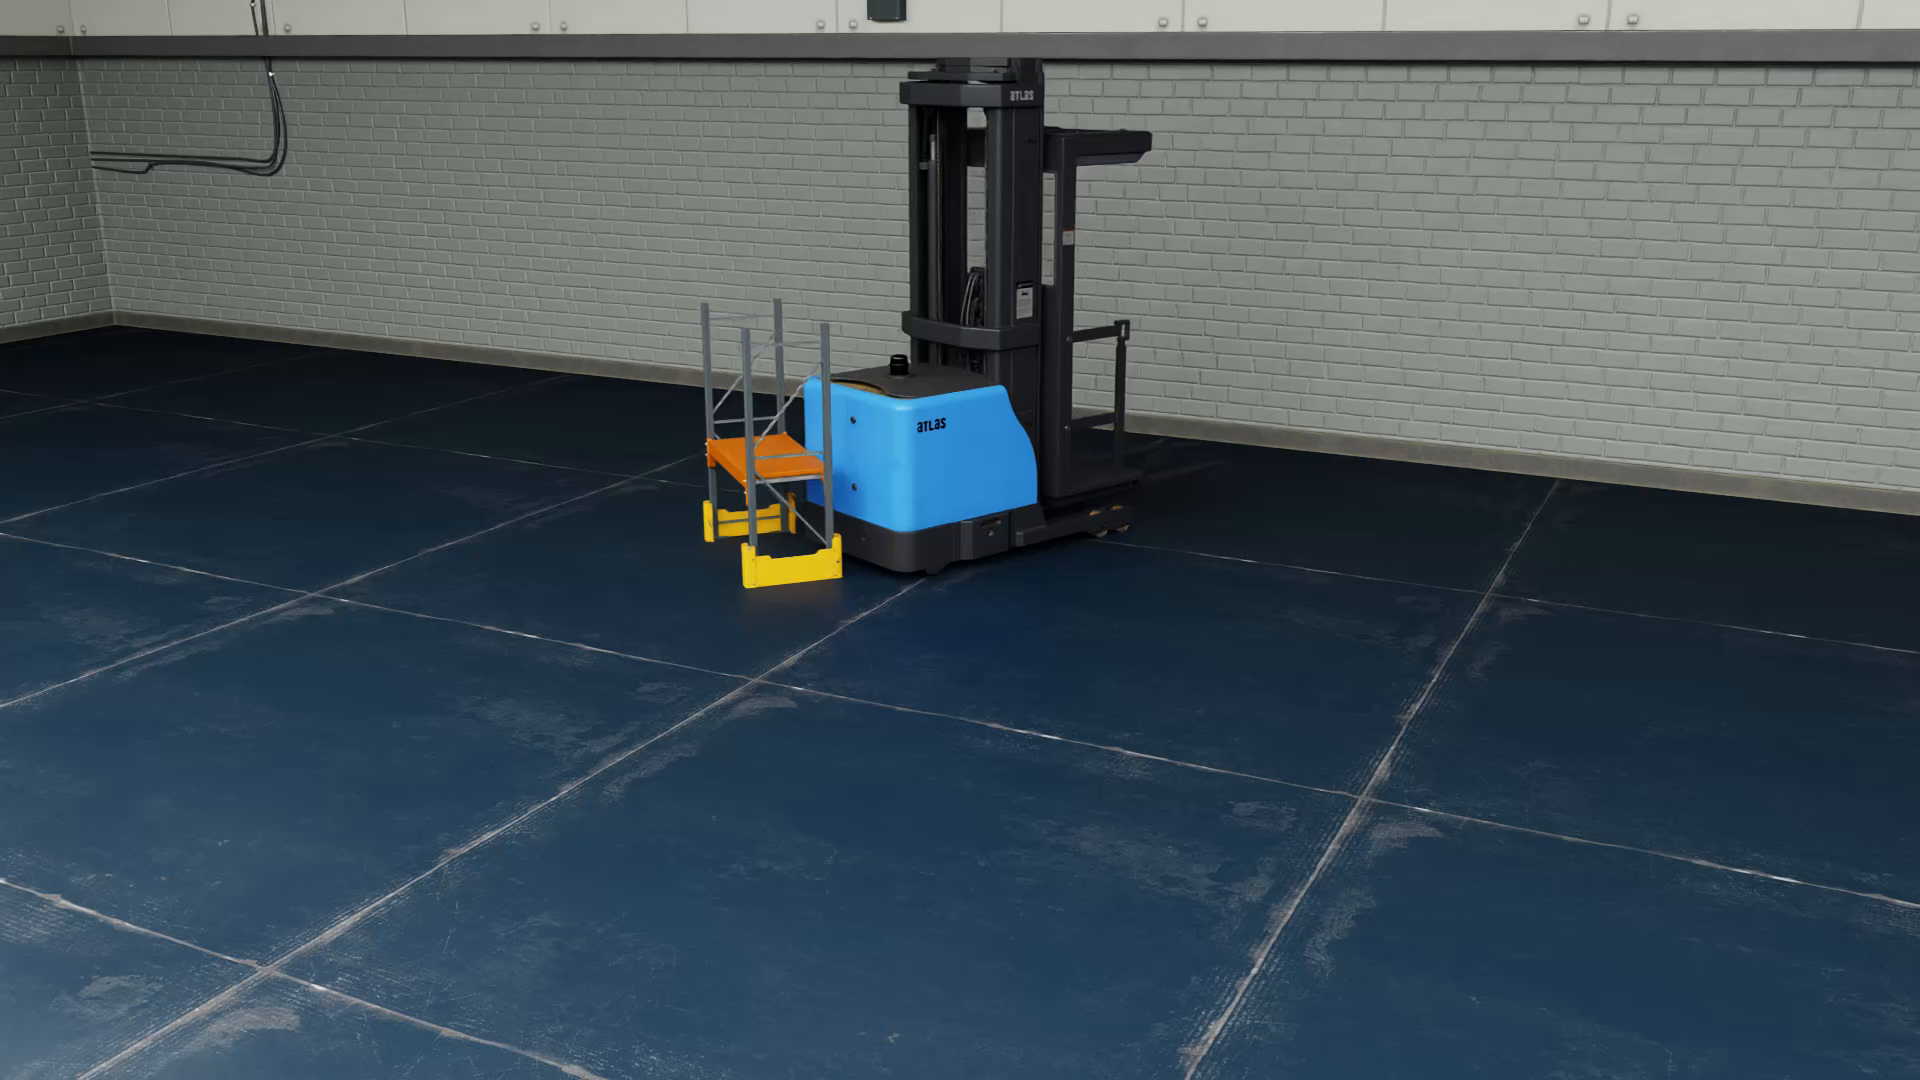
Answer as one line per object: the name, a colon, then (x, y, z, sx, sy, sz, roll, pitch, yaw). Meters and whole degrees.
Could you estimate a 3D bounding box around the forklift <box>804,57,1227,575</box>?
forklift: (0.488, -1.528, 10.520, 3.031, 2.935, 1.130, -14, 21, -38)

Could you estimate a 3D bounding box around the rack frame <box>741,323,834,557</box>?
rack frame: (-0.976, -0.479, 9.503, 0.500, 1.500, 0.032, -6, 18, -20)

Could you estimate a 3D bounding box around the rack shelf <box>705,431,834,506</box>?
rack shelf: (-1.159, -0.442, 10.009, 0.538, 0.185, 1.000, -6, 18, -20)

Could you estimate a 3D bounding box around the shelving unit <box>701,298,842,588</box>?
shelving unit: (-1.155, -0.612, 9.950, 0.587, 1.500, 1.083, -6, 18, -20)

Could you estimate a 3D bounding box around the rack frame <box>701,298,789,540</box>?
rack frame: (-1.342, -0.749, 10.413, 0.500, 1.500, 0.032, -6, 18, -20)

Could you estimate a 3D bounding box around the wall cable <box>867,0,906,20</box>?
wall cable: (0.295, -6.955, 12.164, 2.305, 6.003, 0.169, 8, 18, 25)

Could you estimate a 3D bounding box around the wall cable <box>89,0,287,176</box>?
wall cable: (-8.191, -5.048, 17.171, 3.097, 2.526, 0.112, 8, 18, 25)

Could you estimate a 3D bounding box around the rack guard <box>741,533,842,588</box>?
rack guard: (-0.976, 0.120, 9.683, 0.587, 0.250, 0.087, -6, 18, -20)

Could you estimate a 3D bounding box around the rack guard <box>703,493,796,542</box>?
rack guard: (-1.335, -0.145, 10.573, 0.587, 0.250, 0.087, -6, 18, -20)
